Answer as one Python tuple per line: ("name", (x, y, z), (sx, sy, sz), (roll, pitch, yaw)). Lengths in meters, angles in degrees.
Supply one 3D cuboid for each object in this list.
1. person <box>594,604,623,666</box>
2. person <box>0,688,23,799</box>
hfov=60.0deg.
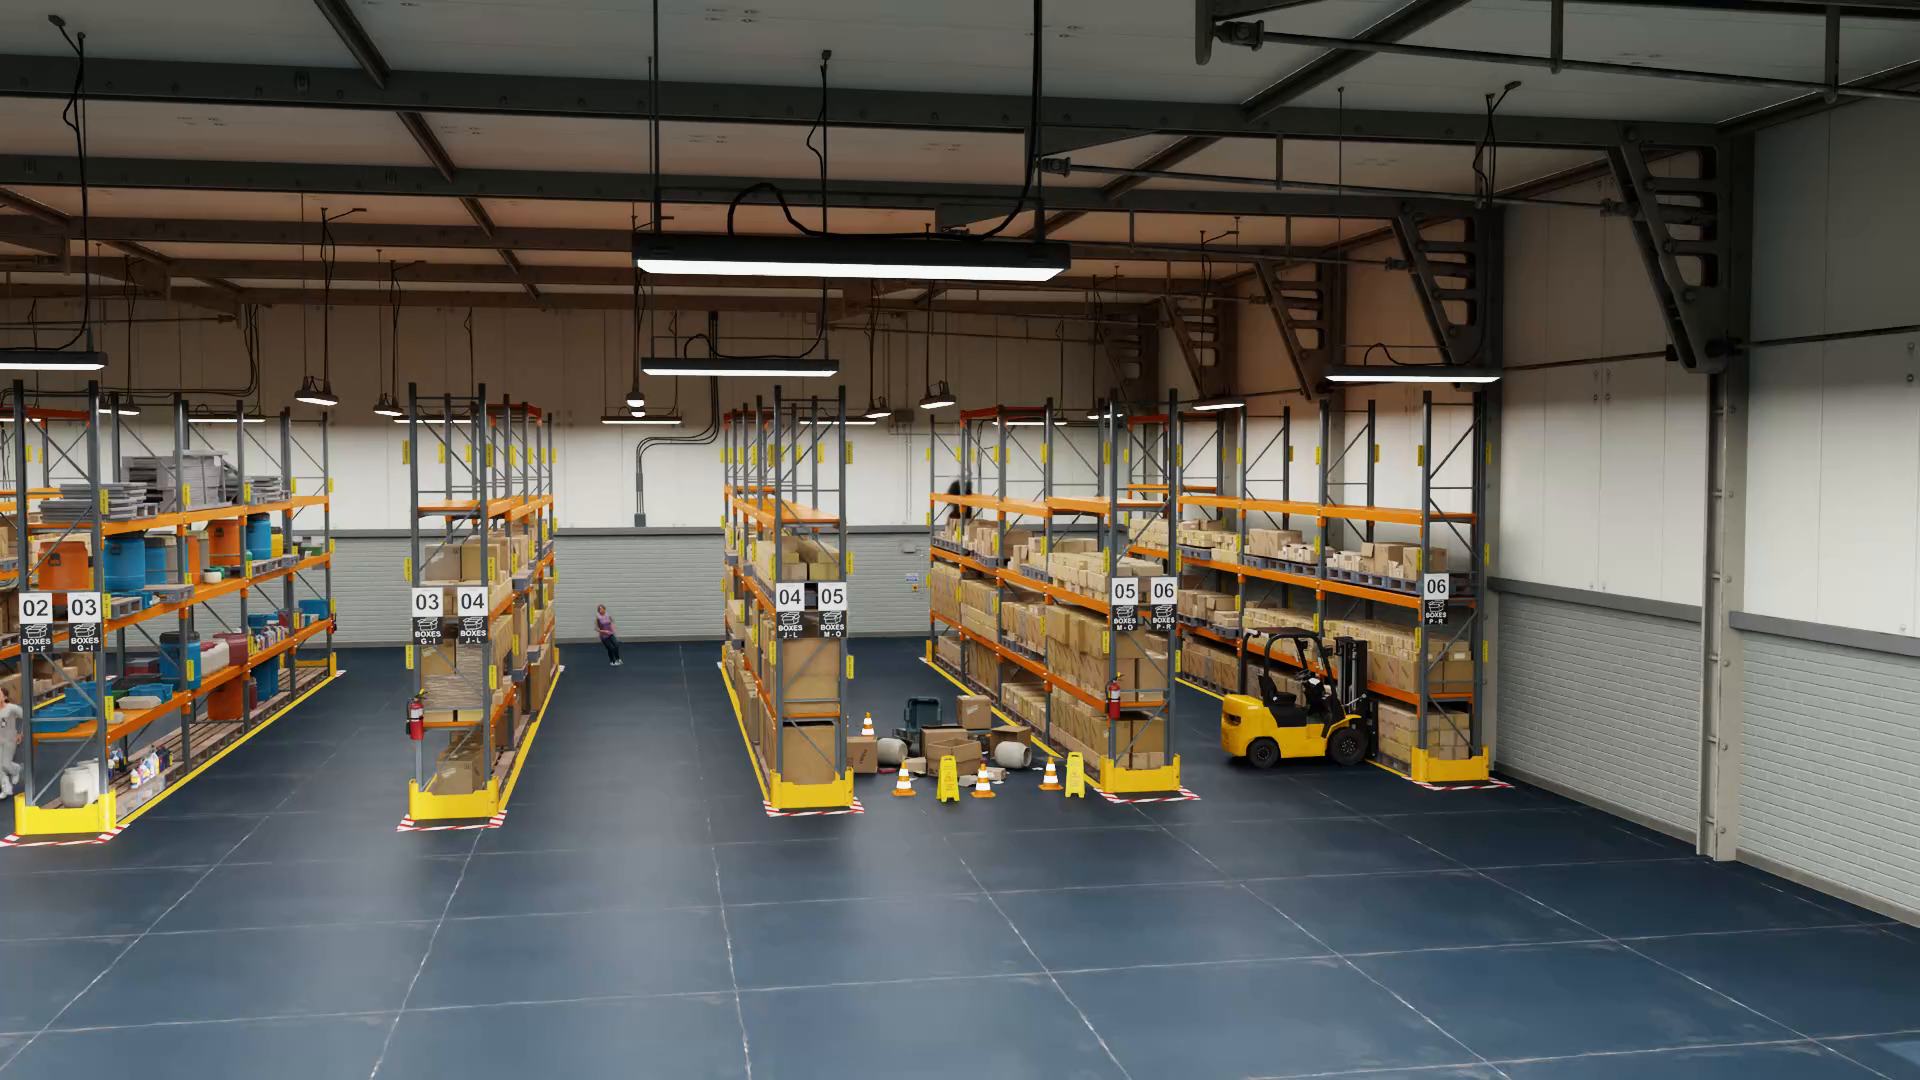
("person", (-8.314, 2.249, 39.312), (0.707, 1.491, 0.556), (-2, 4, -37))
("person", (-13.971, 2.964, 24.347), (0.593, 1.636, 0.631), (0, 3, -3))
